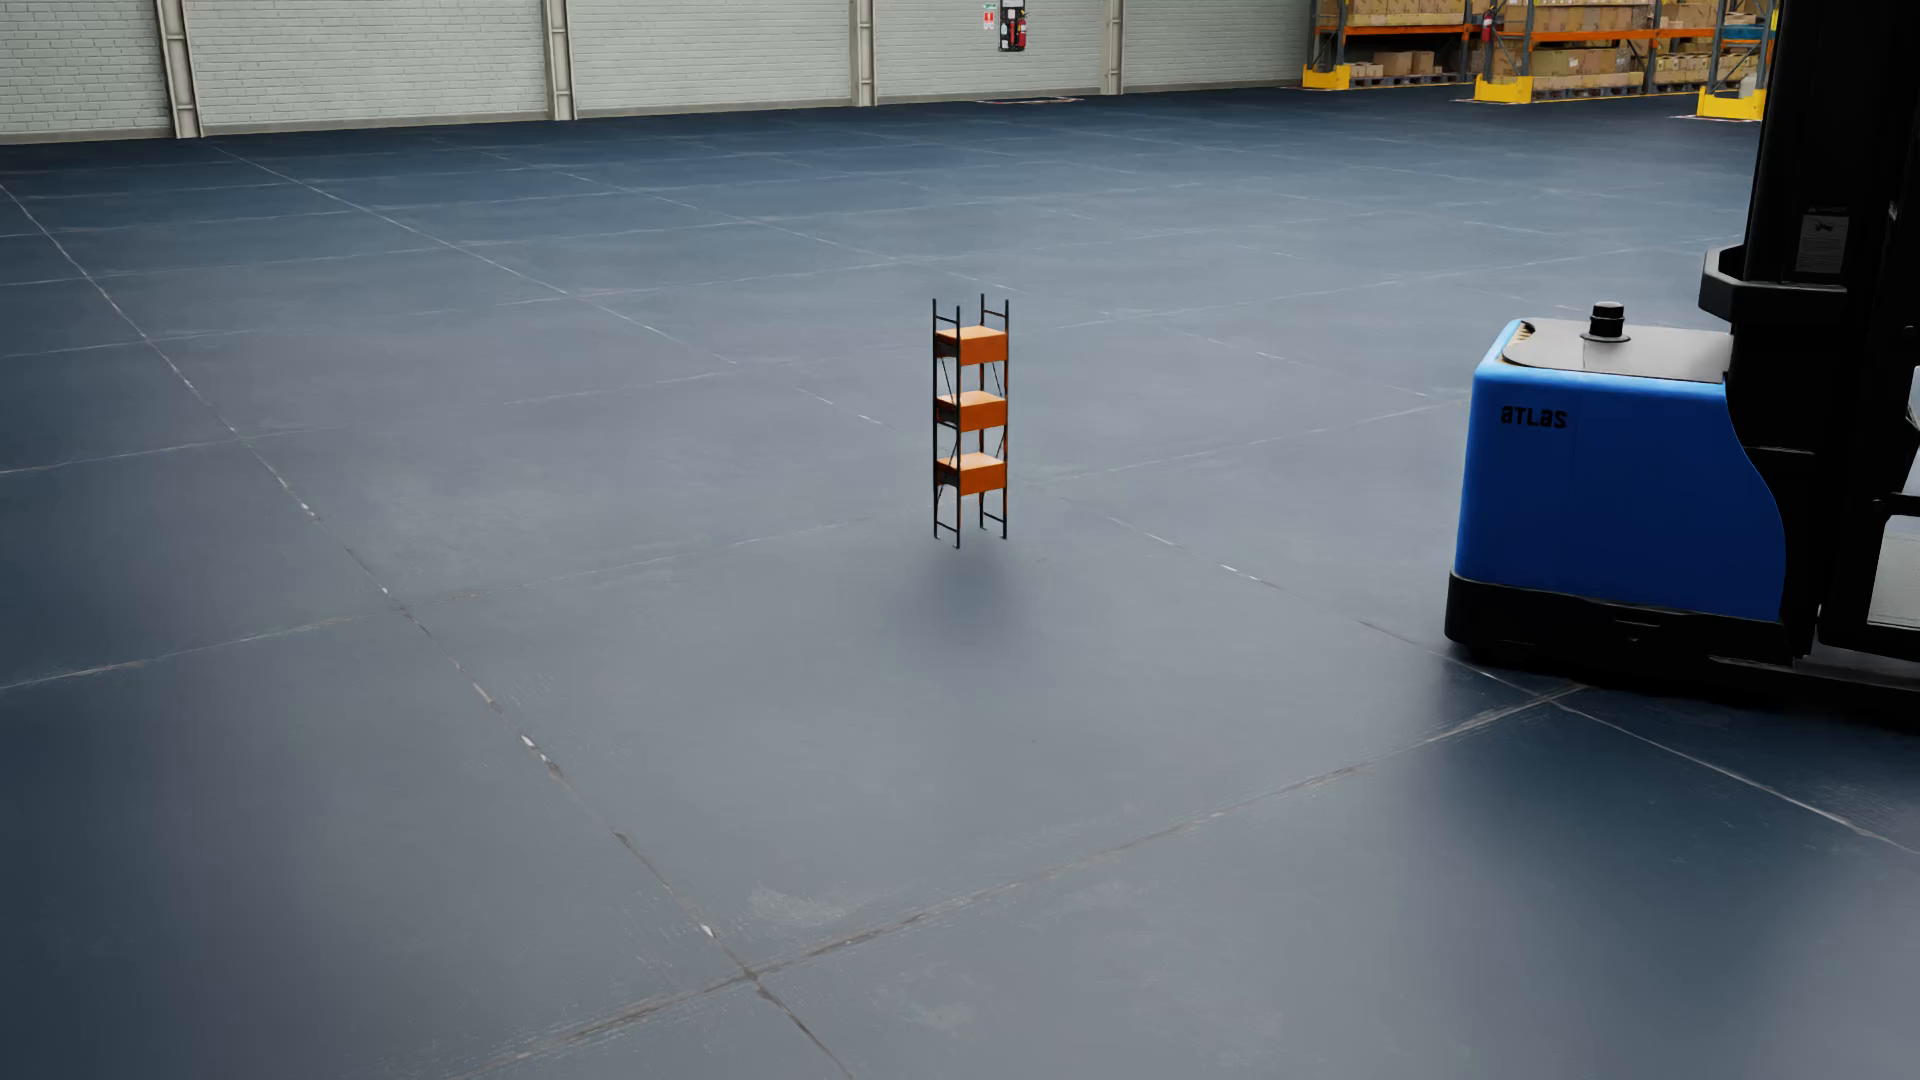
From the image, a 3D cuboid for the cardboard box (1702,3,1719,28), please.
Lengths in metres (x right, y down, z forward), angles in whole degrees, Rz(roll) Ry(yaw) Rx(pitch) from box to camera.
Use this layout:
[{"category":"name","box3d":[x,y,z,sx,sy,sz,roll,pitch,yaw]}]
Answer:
[{"category":"cardboard box","box3d":[16.095,-11.321,35.891,0.500,0.500,0.500,-13,23,-34]}]

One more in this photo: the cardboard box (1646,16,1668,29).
[{"category":"cardboard box","box3d":[14.534,-10.896,35.025,0.500,0.250,0.500,-10,21,-28]}]

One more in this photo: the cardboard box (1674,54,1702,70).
[{"category":"cardboard box","box3d":[15.482,-10.215,35.539,0.500,0.311,0.500,-13,22,-33]}]

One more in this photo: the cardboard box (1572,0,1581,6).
[{"category":"cardboard box","box3d":[12.114,-10.713,33.079,0.250,0.149,0.380,-13,23,-33]}]

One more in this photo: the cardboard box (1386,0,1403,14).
[{"category":"cardboard box","box3d":[9.496,-11.960,36.969,0.500,0.500,0.500,-13,22,-33]}]

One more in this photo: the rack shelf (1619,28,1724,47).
[{"category":"rack shelf","box3d":[15.817,-10.880,35.867,4.000,0.370,1.077,-12,22,-31]}]

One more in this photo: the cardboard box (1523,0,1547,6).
[{"category":"cardboard box","box3d":[11.252,-10.530,32.540,0.250,0.149,0.380,-12,22,-32]}]

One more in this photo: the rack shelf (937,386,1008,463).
[{"category":"rack shelf","box3d":[0.045,-0.497,7.108,0.240,0.259,0.215,-12,22,-31]}]

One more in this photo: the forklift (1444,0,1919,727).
[{"category":"forklift","box3d":[3.313,-0.913,5.368,3.031,2.935,1.130,8,20,23]}]

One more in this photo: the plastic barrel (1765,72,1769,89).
[{"category":"plastic barrel","box3d":[14.454,-8.084,29.701,0.421,0.512,0.421,0,19,0]}]

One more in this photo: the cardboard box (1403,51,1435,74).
[{"category":"cardboard box","box3d":[10.575,-11.024,38.385,0.500,0.500,0.500,-14,23,-35]}]

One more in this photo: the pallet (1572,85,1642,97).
[{"category":"pallet","box3d":[13.460,-9.419,34.775,1.213,0.211,1.003,-12,22,-31]}]

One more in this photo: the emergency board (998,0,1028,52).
[{"category":"emergency board","box3d":[1.092,-10.361,33.209,0.643,1.169,0.194,-12,22,-31]}]

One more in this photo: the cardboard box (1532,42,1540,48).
[{"category":"cardboard box","box3d":[13.677,-12.053,40.257,0.500,0.250,0.500,-11,22,-30]}]

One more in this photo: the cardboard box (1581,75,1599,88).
[{"category":"cardboard box","box3d":[12.630,-9.359,33.883,0.500,0.250,0.500,-12,22,-31]}]

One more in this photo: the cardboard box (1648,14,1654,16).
[{"category":"cardboard box","box3d":[17.347,-13.211,41.999,0.250,0.149,0.380,-12,22,-31]}]

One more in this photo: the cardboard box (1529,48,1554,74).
[{"category":"cardboard box","box3d":[11.918,-9.770,33.926,0.500,0.500,0.500,-12,22,-31]}]

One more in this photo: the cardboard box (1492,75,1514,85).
[{"category":"cardboard box","box3d":[11.092,-9.234,33.512,0.500,0.250,0.500,-12,22,-31]}]

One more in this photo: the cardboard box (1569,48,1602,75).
[{"category":"cardboard box","box3d":[12.631,-9.714,33.762,0.500,0.500,0.500,-12,22,-31]}]

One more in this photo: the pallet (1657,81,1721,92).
[{"category":"pallet","box3d":[15.761,-9.904,36.211,1.213,0.211,1.003,-12,22,-31]}]

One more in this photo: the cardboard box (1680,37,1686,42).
[{"category":"cardboard box","box3d":[19.210,-13.196,43.829,0.250,0.149,0.380,-13,22,-33]}]

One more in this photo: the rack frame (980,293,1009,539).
[{"category":"rack frame","box3d":[0.147,-0.528,7.168,0.008,1.050,0.200,-12,22,-31]}]

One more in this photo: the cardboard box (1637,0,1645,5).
[{"category":"cardboard box","box3d":[13.830,-11.075,34.152,0.250,0.149,0.380,-12,22,-33]}]

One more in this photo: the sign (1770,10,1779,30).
[{"category":"sign","box3d":[13.826,-8.822,28.223,0.005,0.325,0.100,-12,22,-31]}]

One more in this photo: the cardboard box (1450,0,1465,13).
[{"category":"cardboard box","box3d":[11.195,-12.321,38.037,0.500,0.500,0.500,-12,22,-32]}]

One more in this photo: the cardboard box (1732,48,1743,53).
[{"category":"cardboard box","box3d":[20.494,-13.083,44.508,0.500,0.500,0.700,-12,22,-32]}]

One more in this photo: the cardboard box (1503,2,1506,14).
[{"category":"cardboard box","box3d":[12.867,-12.750,39.432,0.500,0.500,0.700,-9,21,-24]}]

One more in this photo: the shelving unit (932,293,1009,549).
[{"category":"shelving unit","box3d":[0.045,-0.507,7.105,0.252,1.050,0.215,-12,22,-31]}]

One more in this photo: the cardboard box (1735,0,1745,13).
[{"category":"cardboard box","box3d":[20.420,-14.225,44.170,0.700,0.700,0.980,-12,22,-32]}]

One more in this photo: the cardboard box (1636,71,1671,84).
[{"category":"cardboard box","box3d":[14.620,-9.770,35.097,0.500,0.250,0.500,-13,22,-33]}]

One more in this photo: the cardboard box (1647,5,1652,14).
[{"category":"cardboard box","box3d":[17.009,-13.472,41.760,0.500,0.500,0.500,-12,22,-31]}]

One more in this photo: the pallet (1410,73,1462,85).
[{"category":"pallet","box3d":[10.878,-10.744,38.696,1.213,0.211,1.003,-12,22,-31]}]

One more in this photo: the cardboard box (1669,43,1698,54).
[{"category":"cardboard box","box3d":[18.782,-12.721,43.437,0.500,0.500,0.700,-12,22,-31]}]

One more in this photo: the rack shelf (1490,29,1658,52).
[{"category":"rack shelf","box3d":[12.477,-10.176,33.783,4.000,0.370,1.077,-12,22,-31]}]

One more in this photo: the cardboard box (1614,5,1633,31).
[{"category":"cardboard box","box3d":[13.343,-10.742,34.178,0.500,0.500,0.700,-12,22,-32]}]

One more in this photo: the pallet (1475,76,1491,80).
[{"category":"pallet","box3d":[13.089,-11.226,40.120,1.213,0.211,1.003,-12,22,-31]}]

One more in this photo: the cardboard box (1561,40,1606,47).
[{"category":"cardboard box","box3d":[15.446,-12.173,41.268,0.750,0.750,0.750,-12,22,-32]}]

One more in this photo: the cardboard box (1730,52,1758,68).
[{"category":"cardboard box","box3d":[17.186,-10.577,36.610,0.500,0.311,0.500,-11,22,-30]}]

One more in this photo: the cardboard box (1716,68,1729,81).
[{"category":"cardboard box","box3d":[16.332,-10.132,36.169,0.500,0.250,0.500,-11,22,-30]}]

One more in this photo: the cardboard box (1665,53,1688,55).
[{"category":"cardboard box","box3d":[15.598,-10.447,36.224,0.500,0.311,0.500,-12,22,-32]}]

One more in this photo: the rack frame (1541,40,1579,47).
[{"category":"rack frame","box3d":[14.760,-12.898,40.711,0.127,3.000,1.000,-12,22,-31]}]

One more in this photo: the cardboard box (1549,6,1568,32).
[{"category":"cardboard box","box3d":[11.639,-10.384,33.120,0.500,0.500,0.700,-11,22,-30]}]

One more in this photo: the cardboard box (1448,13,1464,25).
[{"category":"cardboard box","box3d":[11.190,-11.967,38.162,0.500,0.250,0.500,-12,22,-31]}]

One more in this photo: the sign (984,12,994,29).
[{"category":"sign","box3d":[0.573,-10.308,32.997,0.234,0.329,0.001,-12,22,-31]}]

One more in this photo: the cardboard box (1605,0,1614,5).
[{"category":"cardboard box","box3d":[12.976,-10.895,33.619,0.250,0.149,0.380,-11,22,-30]}]

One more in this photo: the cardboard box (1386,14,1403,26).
[{"category":"cardboard box","box3d":[9.515,-11.611,37.110,0.500,0.250,0.500,-12,22,-32]}]

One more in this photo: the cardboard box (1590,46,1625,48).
[{"category":"cardboard box","box3d":[13.587,-10.122,34.969,0.500,0.500,0.500,-12,22,-31]}]

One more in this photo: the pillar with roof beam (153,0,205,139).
[{"category":"pillar with roof beam","box3d":[-9.489,-9.306,20.721,0.400,9.000,9.100,-12,22,-31]}]

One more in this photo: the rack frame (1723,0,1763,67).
[{"category":"rack frame","box3d":[17.488,-11.573,36.794,0.127,3.000,1.000,-12,22,-31]}]

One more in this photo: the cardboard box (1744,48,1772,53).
[{"category":"cardboard box","box3d":[18.184,-11.191,37.710,0.500,0.250,0.500,-11,22,-29]}]
